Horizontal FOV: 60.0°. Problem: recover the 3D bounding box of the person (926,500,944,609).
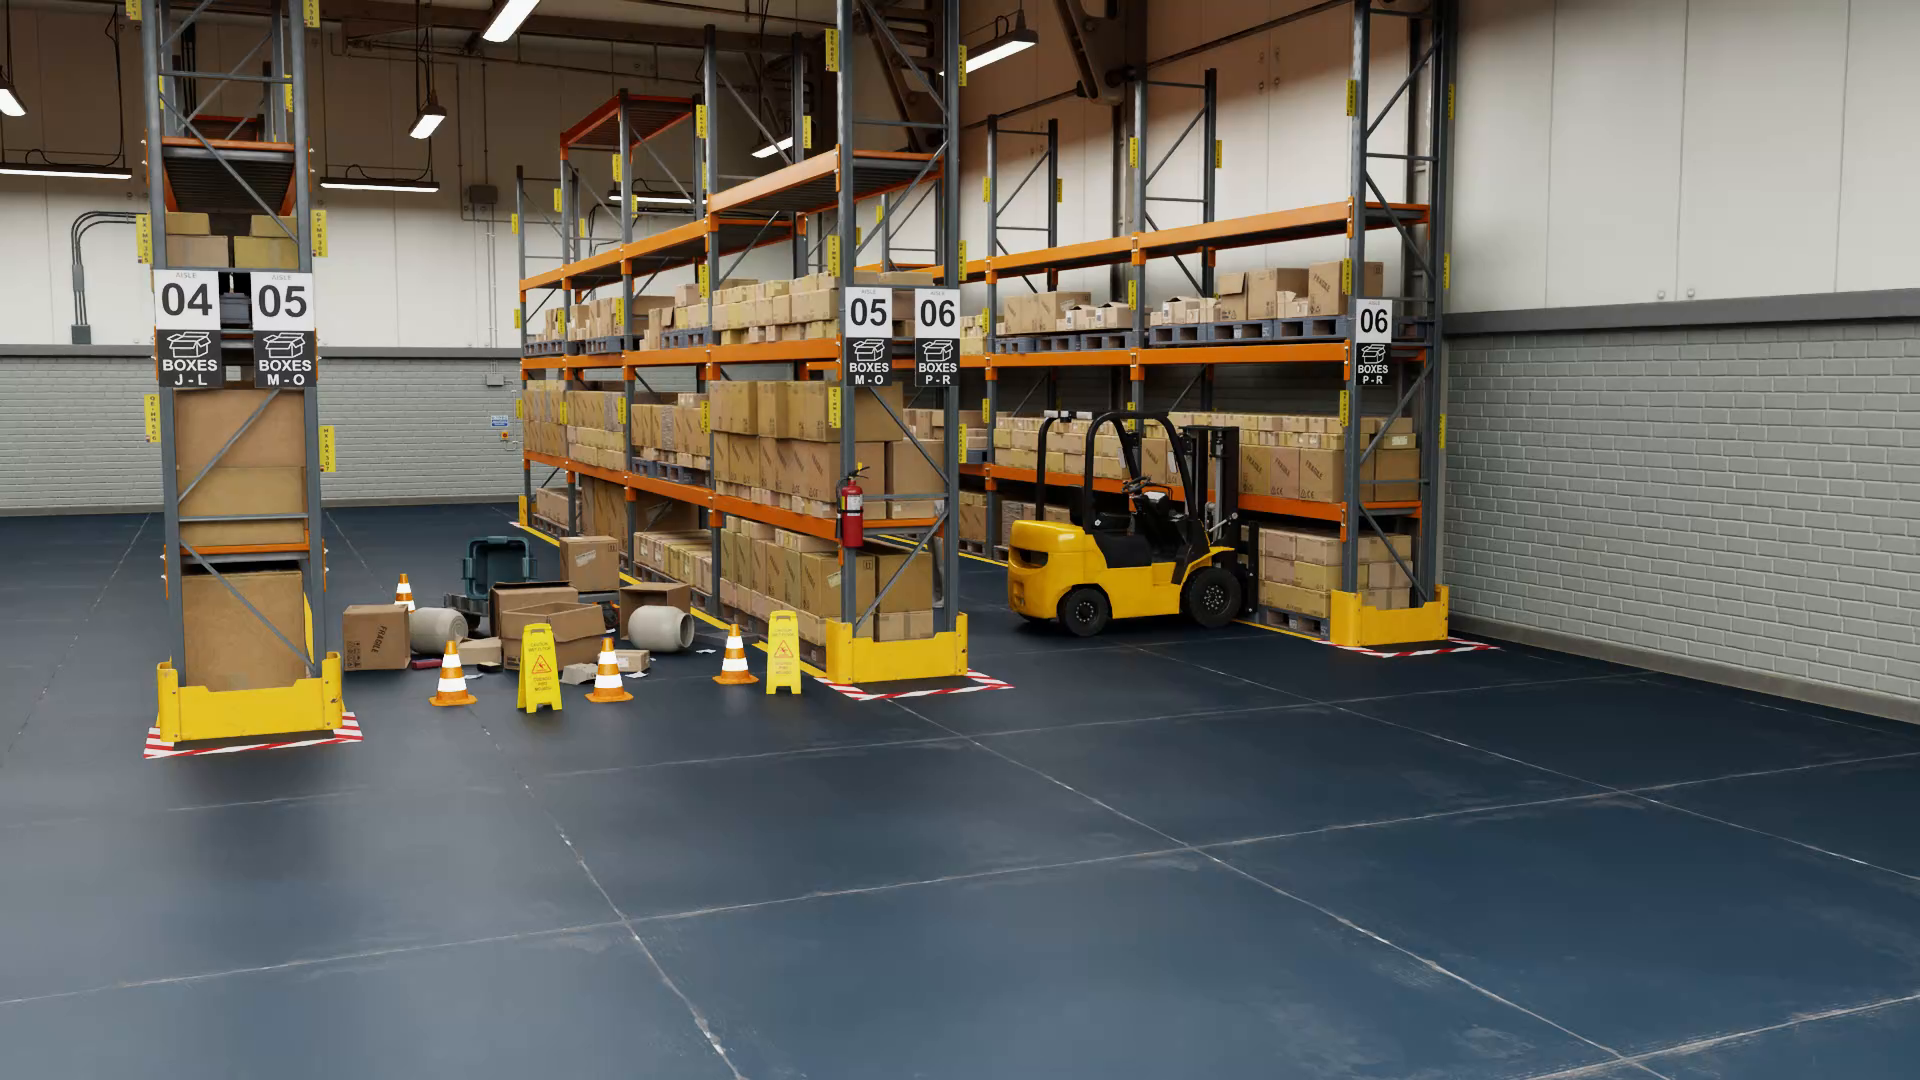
[{"bbox_3d":[-0.233,-0.110,18.054,0.346,1.686,0.464,-2,6,-23],"label":"person"}]
